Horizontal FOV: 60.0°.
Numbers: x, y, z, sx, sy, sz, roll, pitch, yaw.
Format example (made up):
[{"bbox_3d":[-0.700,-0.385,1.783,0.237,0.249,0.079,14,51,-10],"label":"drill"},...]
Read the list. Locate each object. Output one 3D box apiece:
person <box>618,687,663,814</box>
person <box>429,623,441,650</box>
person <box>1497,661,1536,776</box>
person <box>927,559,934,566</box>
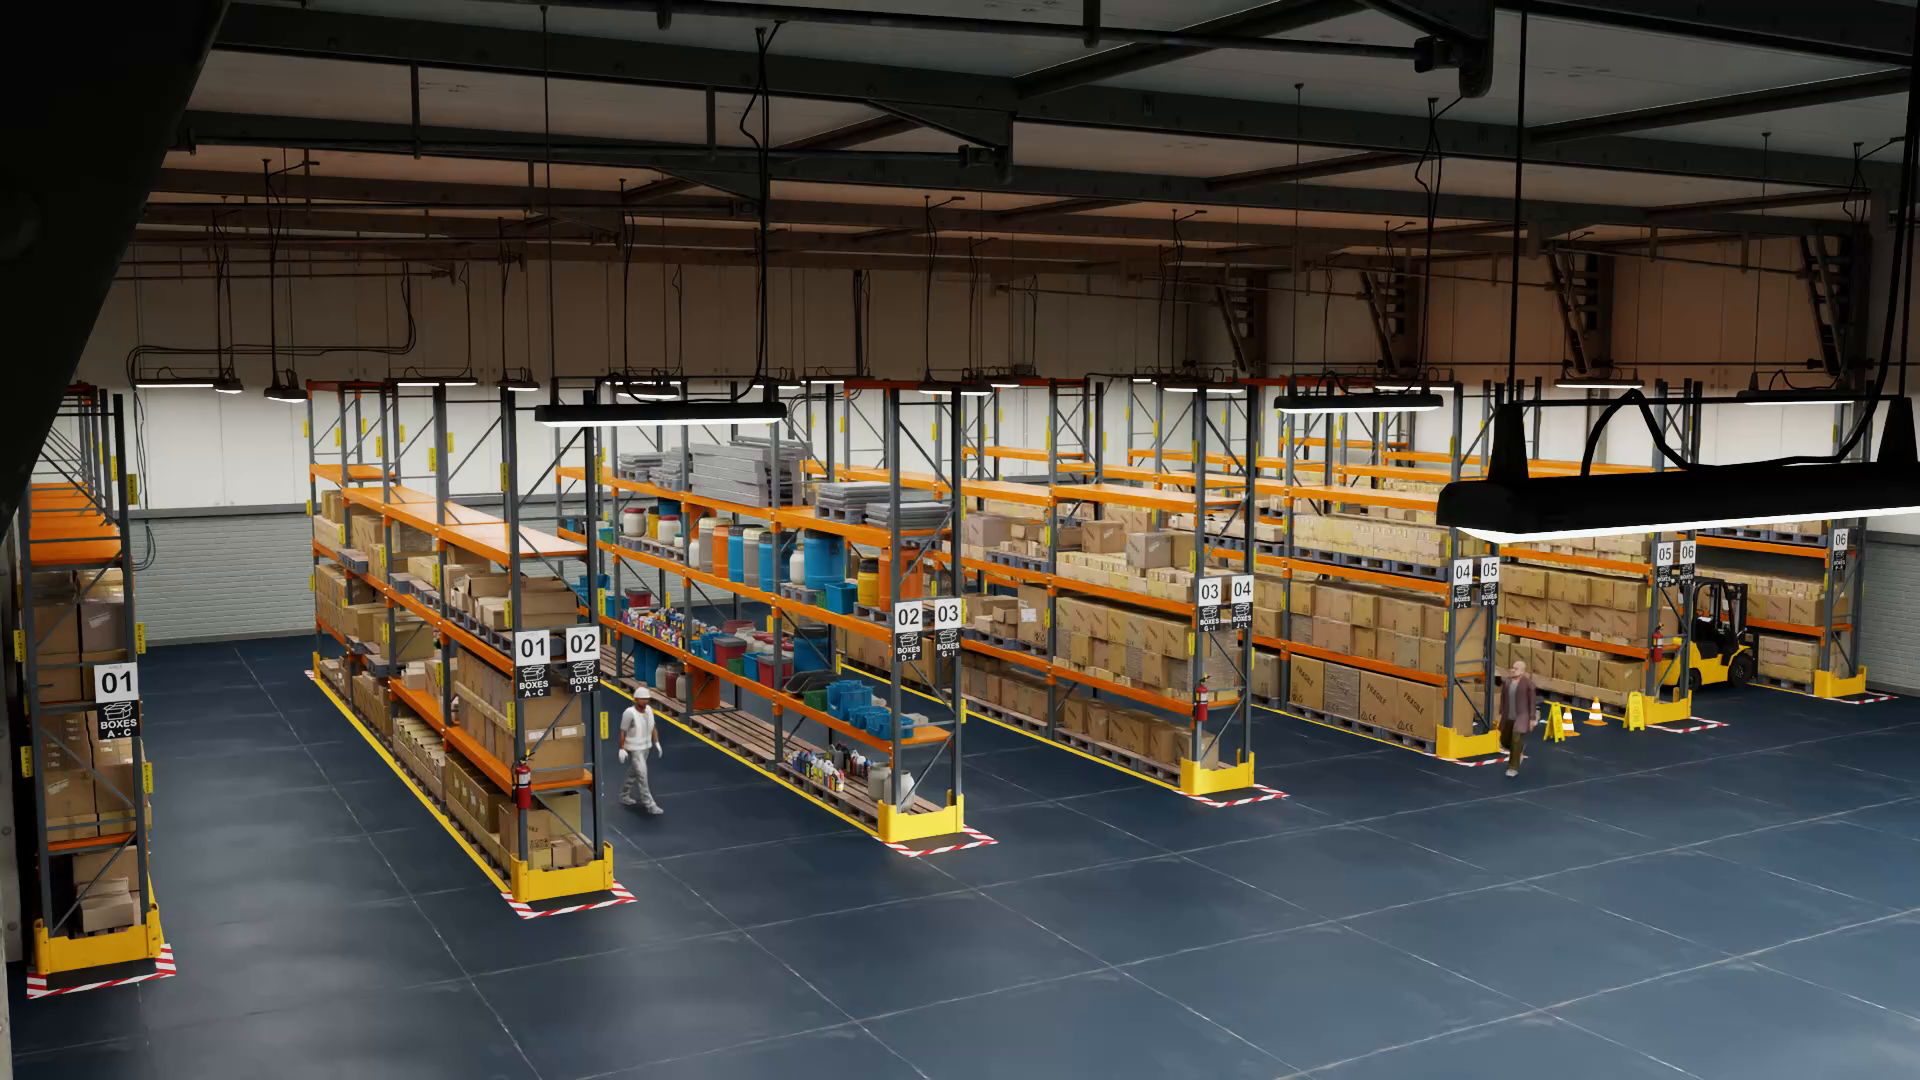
[{"bbox_3d":[-4.489,2.940,23.520,0.993,1.725,0.574,3,7,26],"label":"person"},{"bbox_3d":[-10.510,1.946,33.433,0.646,1.686,0.632,-2,7,-22],"label":"person"},{"bbox_3d":[8.605,2.726,25.625,0.602,1.743,0.842,6,8,44],"label":"person"},{"bbox_3d":[-0.658,1.045,42.375,0.419,1.536,0.991,2,6,18],"label":"person"}]
